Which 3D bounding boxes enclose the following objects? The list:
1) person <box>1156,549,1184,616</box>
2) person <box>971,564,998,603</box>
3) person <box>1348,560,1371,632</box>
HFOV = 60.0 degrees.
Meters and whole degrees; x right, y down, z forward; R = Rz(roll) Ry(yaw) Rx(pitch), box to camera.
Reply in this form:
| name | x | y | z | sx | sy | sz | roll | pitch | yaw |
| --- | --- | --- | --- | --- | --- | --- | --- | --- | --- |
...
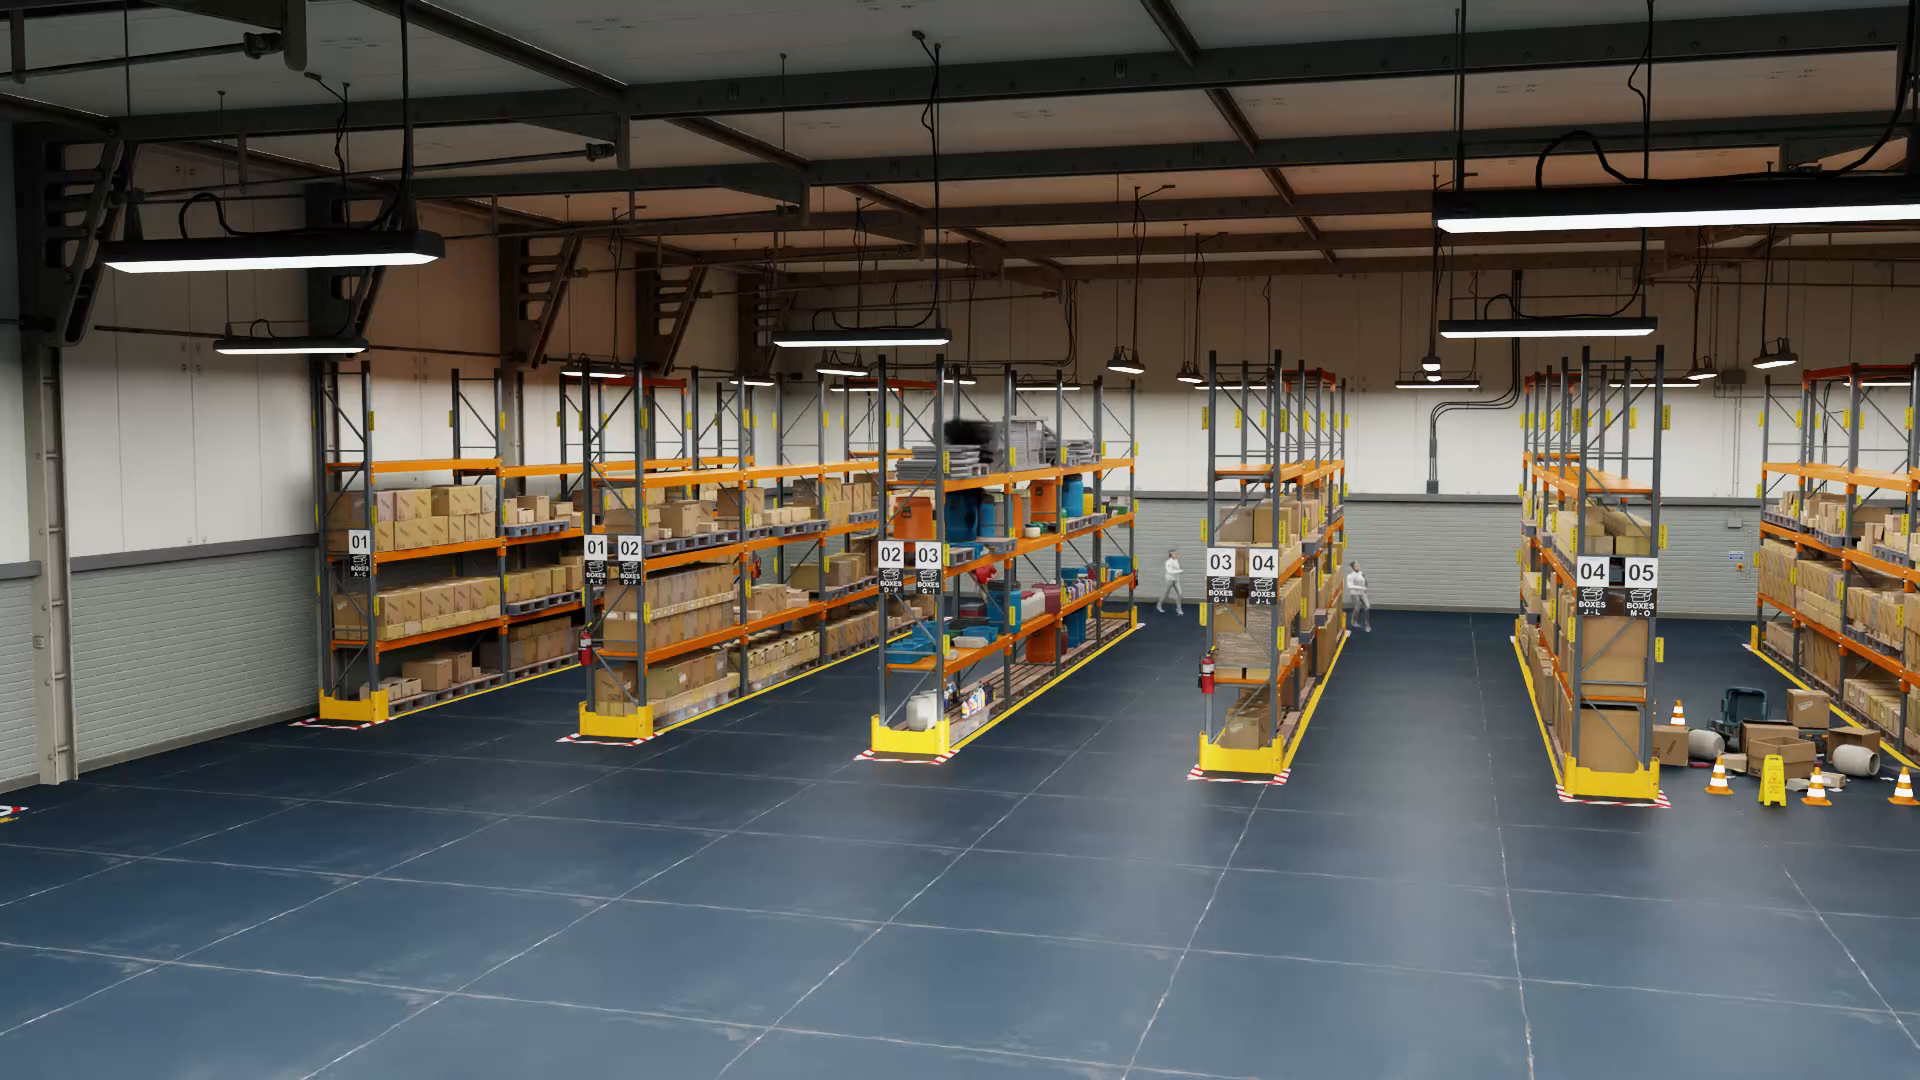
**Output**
| name | x | y | z | sx | sy | sz | roll | pitch | yaw |
| --- | --- | --- | --- | --- | --- | --- | --- | --- | --- |
| person | 5.461 | 1.067 | 43.008 | 0.844 | 1.715 | 0.599 | 4 | 6 | 44 |
| person | 0.646 | 1.199 | 41.616 | 0.728 | 1.665 | 0.989 | 0 | 4 | -3 |
| person | 9.502 | 1.330 | 39.769 | 0.589 | 1.706 | 0.702 | -2 | 4 | -23 |
